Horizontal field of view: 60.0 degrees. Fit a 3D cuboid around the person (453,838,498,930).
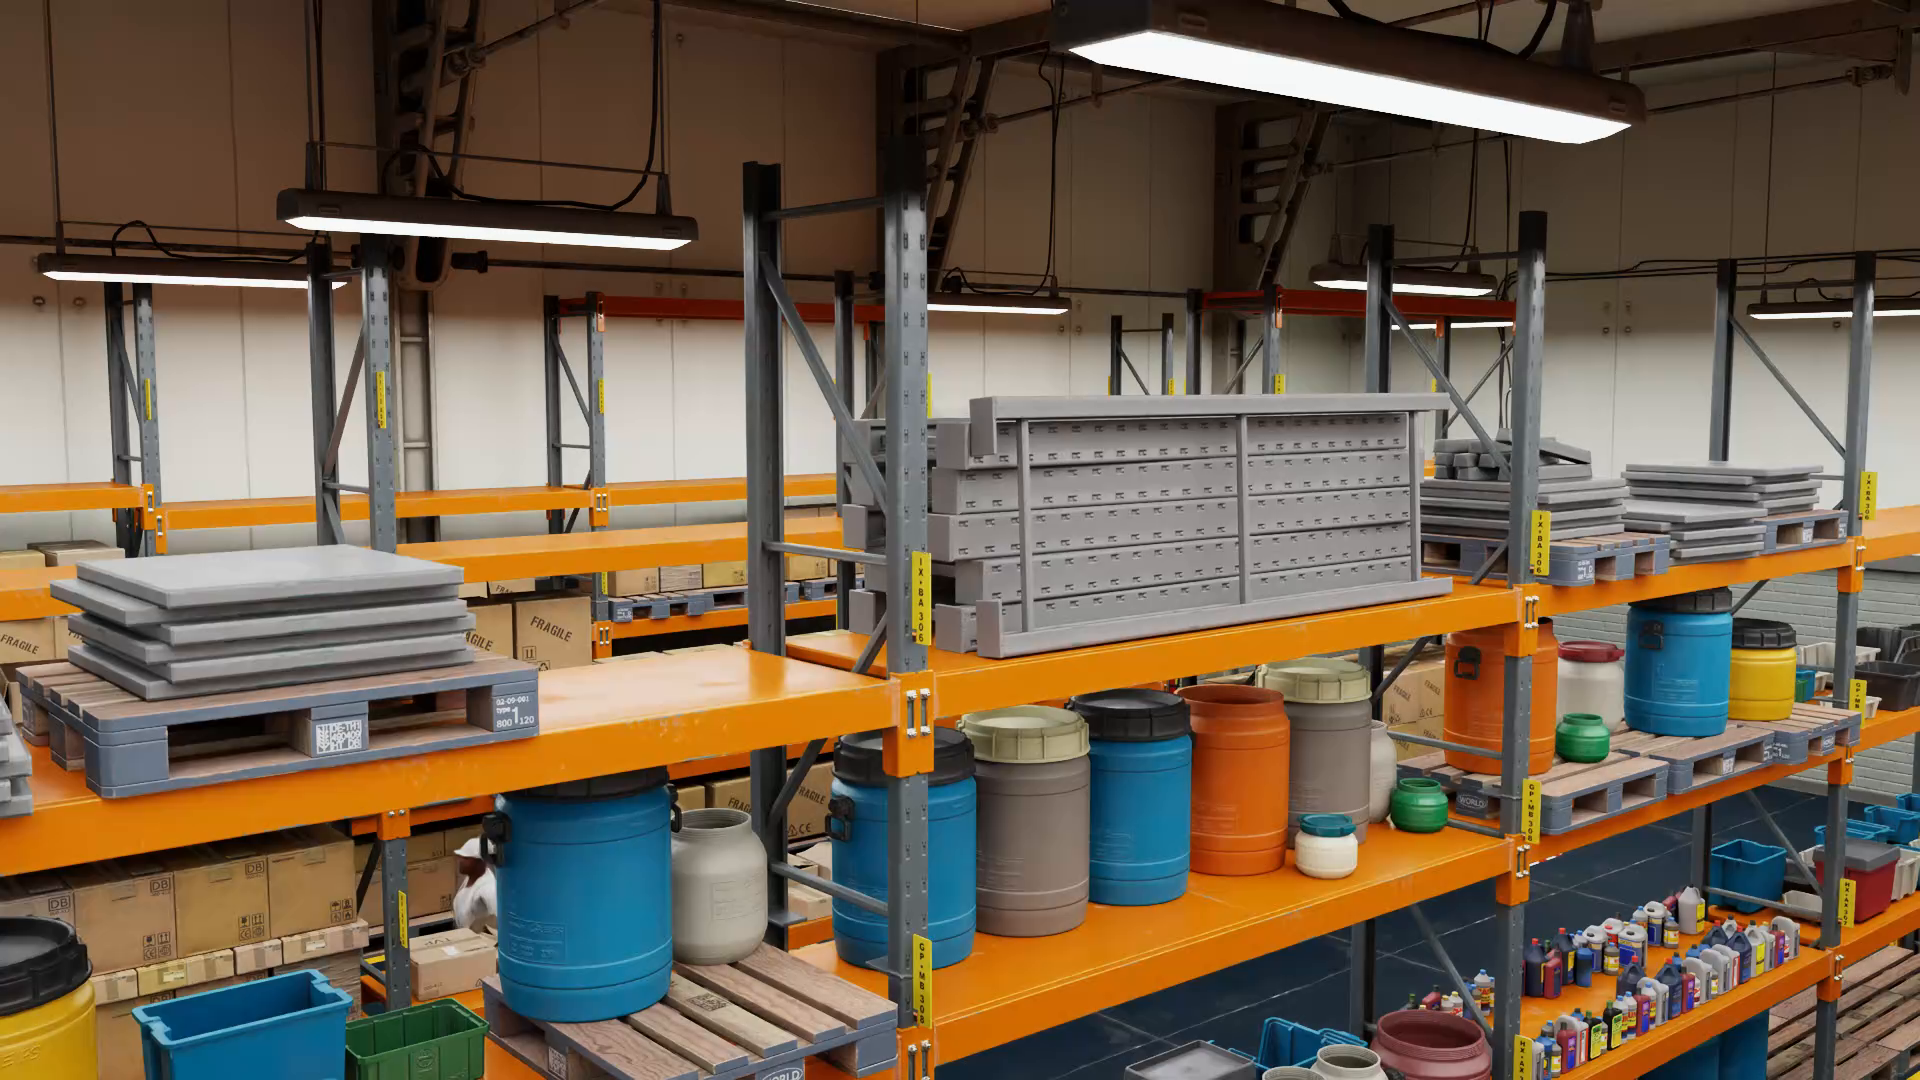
[{"bbox_3d":[-3.557,3.099,12.536,0.872,1.765,0.711,-4,7,-36],"label":"person"}]
